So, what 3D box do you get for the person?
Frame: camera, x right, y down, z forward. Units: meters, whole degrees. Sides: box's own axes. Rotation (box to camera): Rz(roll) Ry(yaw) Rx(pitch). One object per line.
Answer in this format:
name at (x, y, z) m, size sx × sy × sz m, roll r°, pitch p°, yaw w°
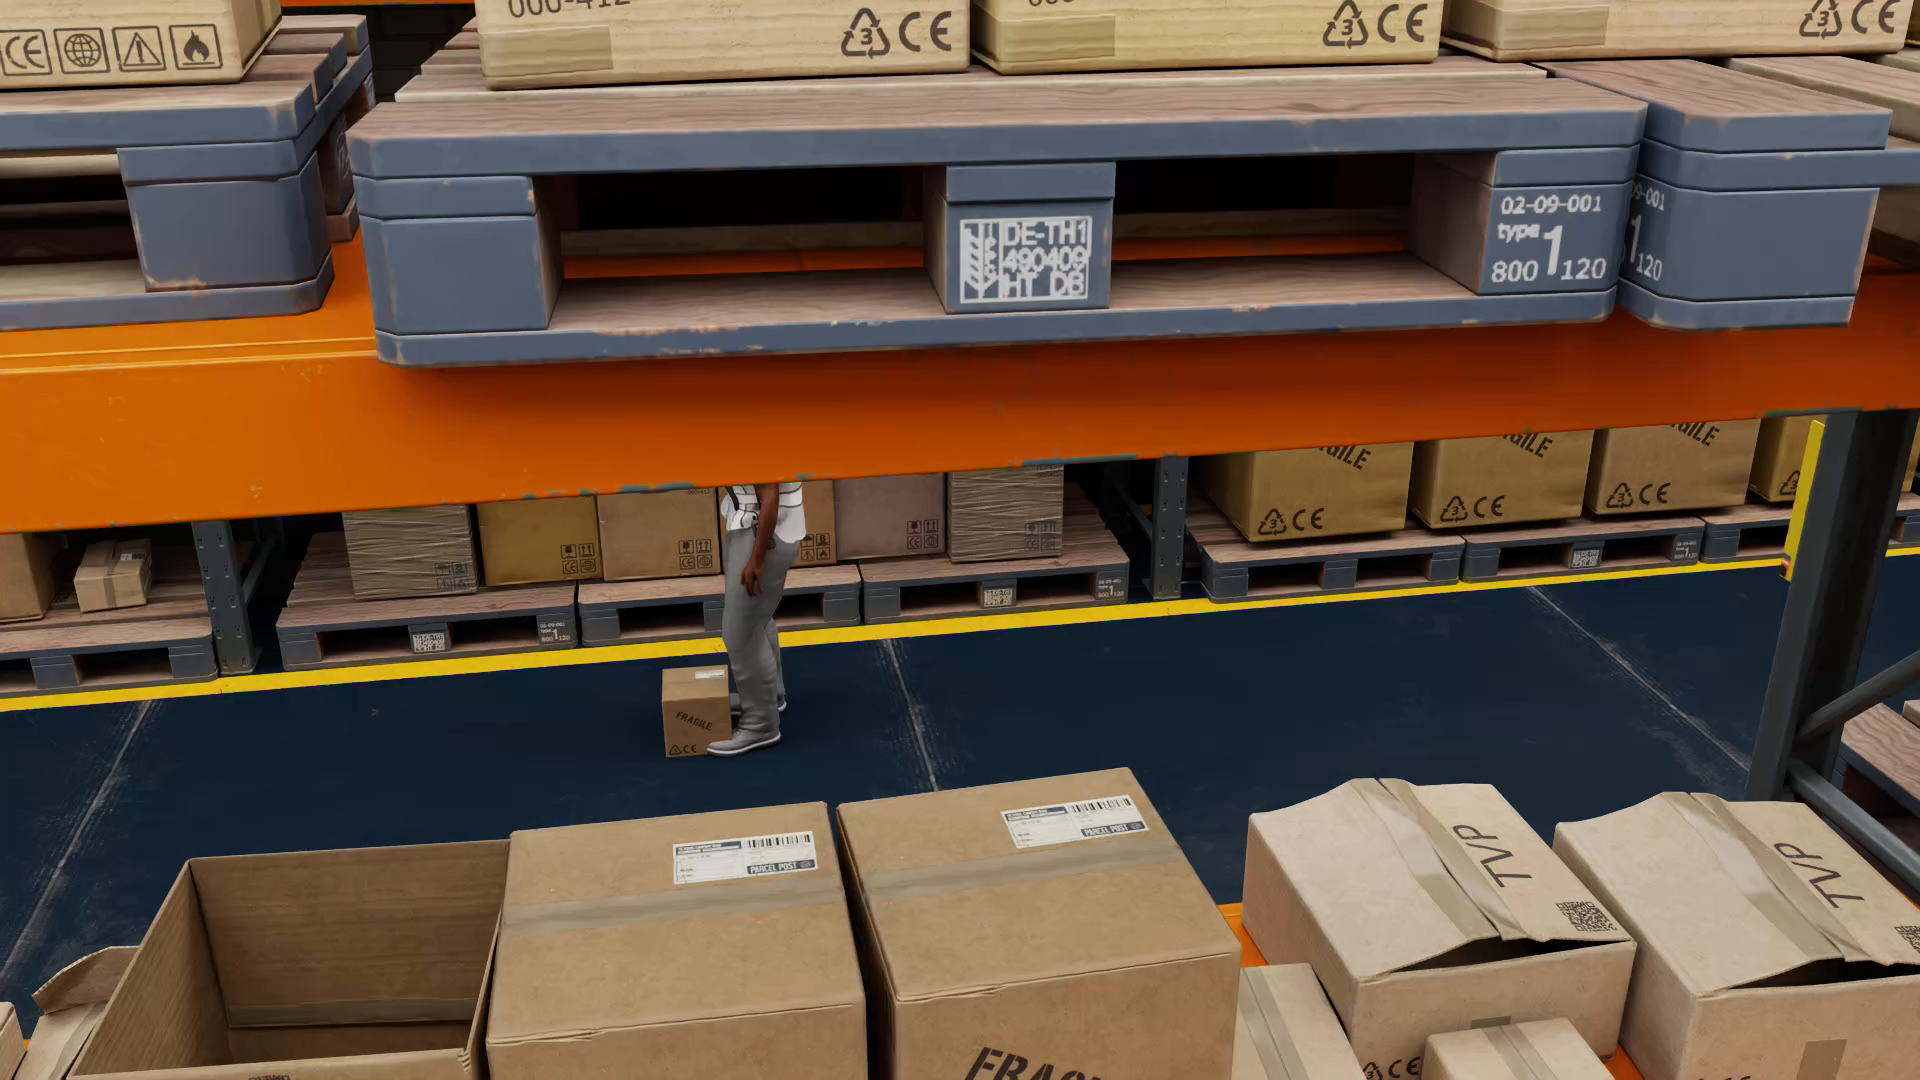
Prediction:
person at (-0.789, -0.011, 6.129) m, size 0.427 × 1.656 × 0.526 m, roll -6°, pitch 24°, yaw -13°
